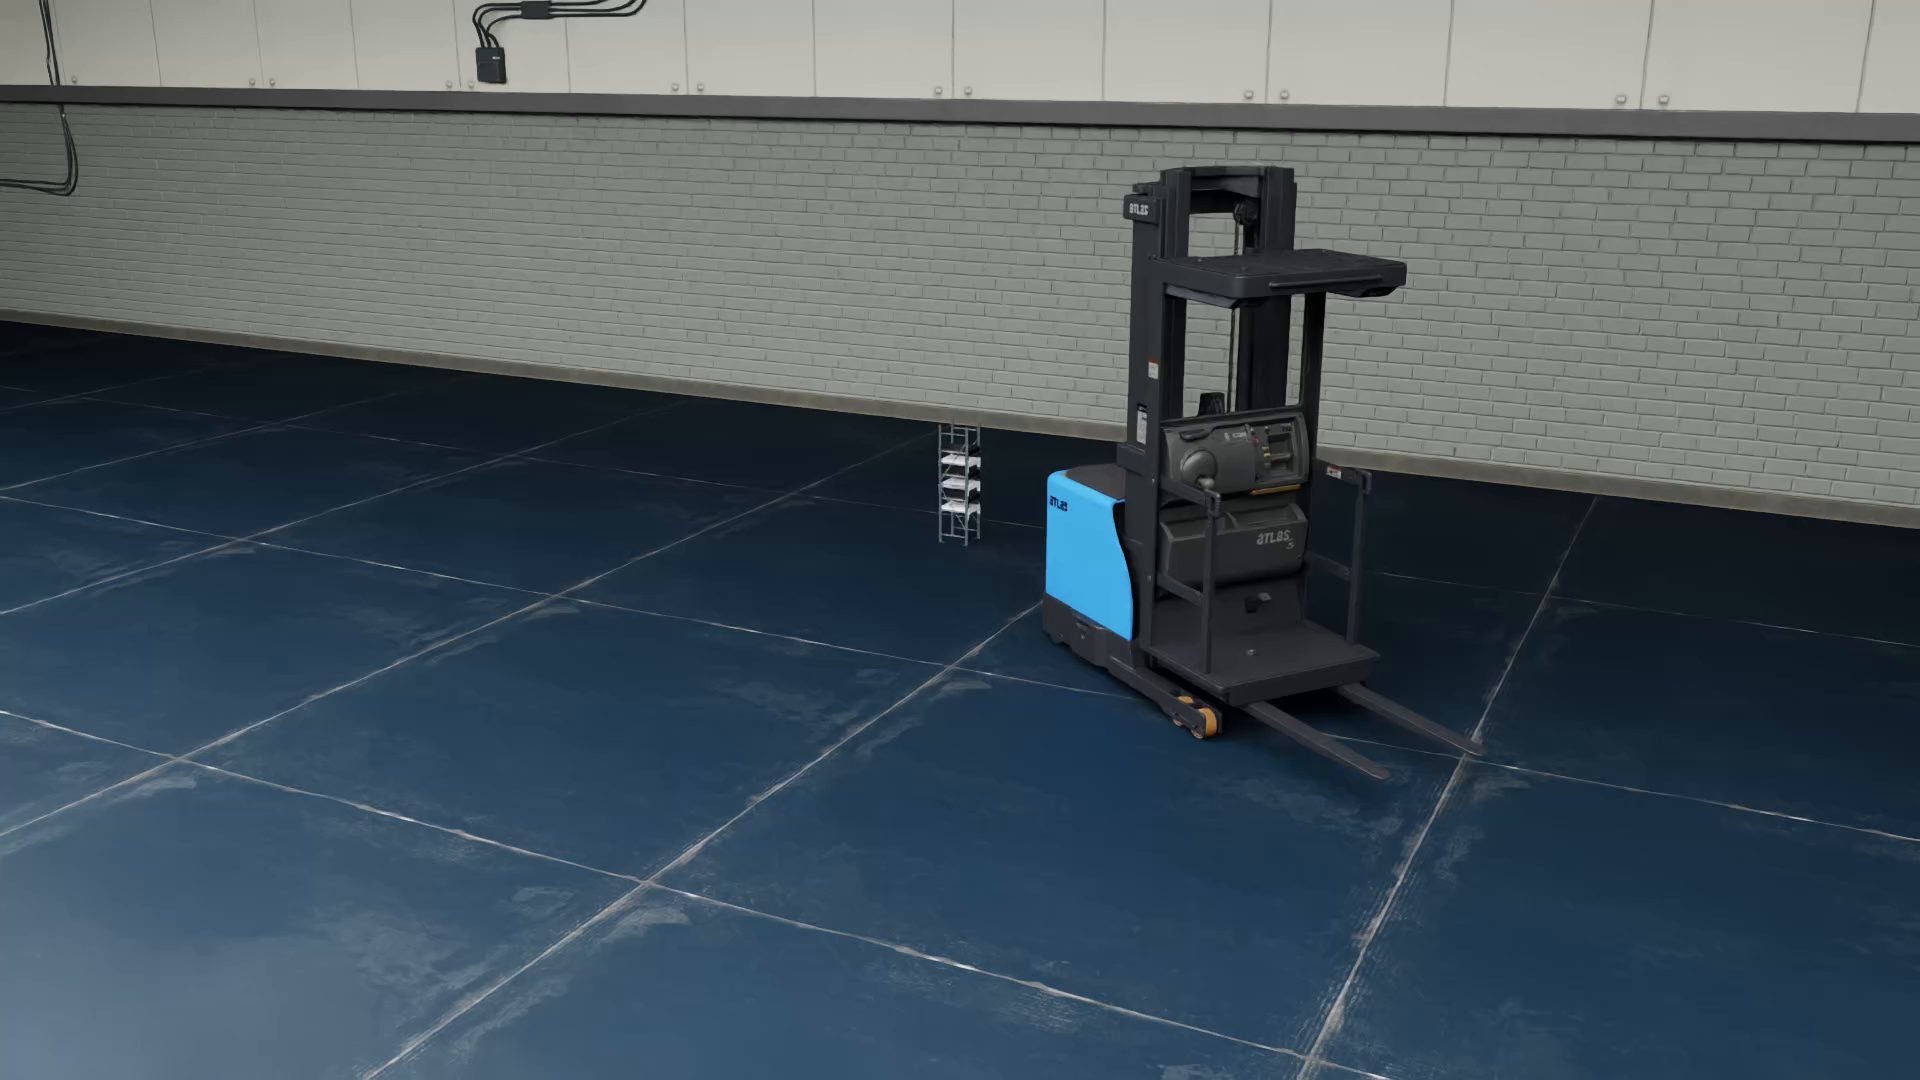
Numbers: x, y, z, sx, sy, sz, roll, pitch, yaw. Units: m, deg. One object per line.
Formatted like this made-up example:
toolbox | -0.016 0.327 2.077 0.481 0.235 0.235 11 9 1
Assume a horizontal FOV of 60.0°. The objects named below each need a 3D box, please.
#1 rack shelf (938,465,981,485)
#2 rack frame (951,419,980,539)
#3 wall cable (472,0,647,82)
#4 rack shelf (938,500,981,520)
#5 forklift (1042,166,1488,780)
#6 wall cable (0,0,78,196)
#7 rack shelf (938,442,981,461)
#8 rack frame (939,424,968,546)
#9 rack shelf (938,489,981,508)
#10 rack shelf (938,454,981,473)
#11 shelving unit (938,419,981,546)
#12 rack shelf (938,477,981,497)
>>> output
rack shelf | -0.004 -0.484 12.373 0.258 0.077 0.200 8 18 25
rack frame | 0.042 -0.455 12.476 0.240 0.900 0.006 8 18 25
wall cable | -4.120 -7.649 16.500 2.305 6.003 0.169 8 18 25
rack shelf | -0.004 -0.225 12.450 0.258 0.077 0.200 8 18 25
forklift | 1.628 -0.481 8.997 1.130 2.935 3.031 -8 18 -25
wall cable | -12.606 -5.742 21.506 3.097 2.526 0.112 8 18 25
rack shelf | -0.004 -0.656 12.322 0.258 0.077 0.200 8 18 25
rack frame | -0.049 -0.403 12.302 0.240 0.900 0.006 8 18 25
rack shelf | -0.004 -0.311 12.424 0.258 0.077 0.200 8 18 25
rack shelf | -0.004 -0.570 12.348 0.258 0.077 0.200 8 18 25
shelving unit | -0.004 -0.429 12.389 0.258 0.900 0.210 8 18 25
rack shelf | -0.004 -0.397 12.399 0.258 0.077 0.200 8 18 25
